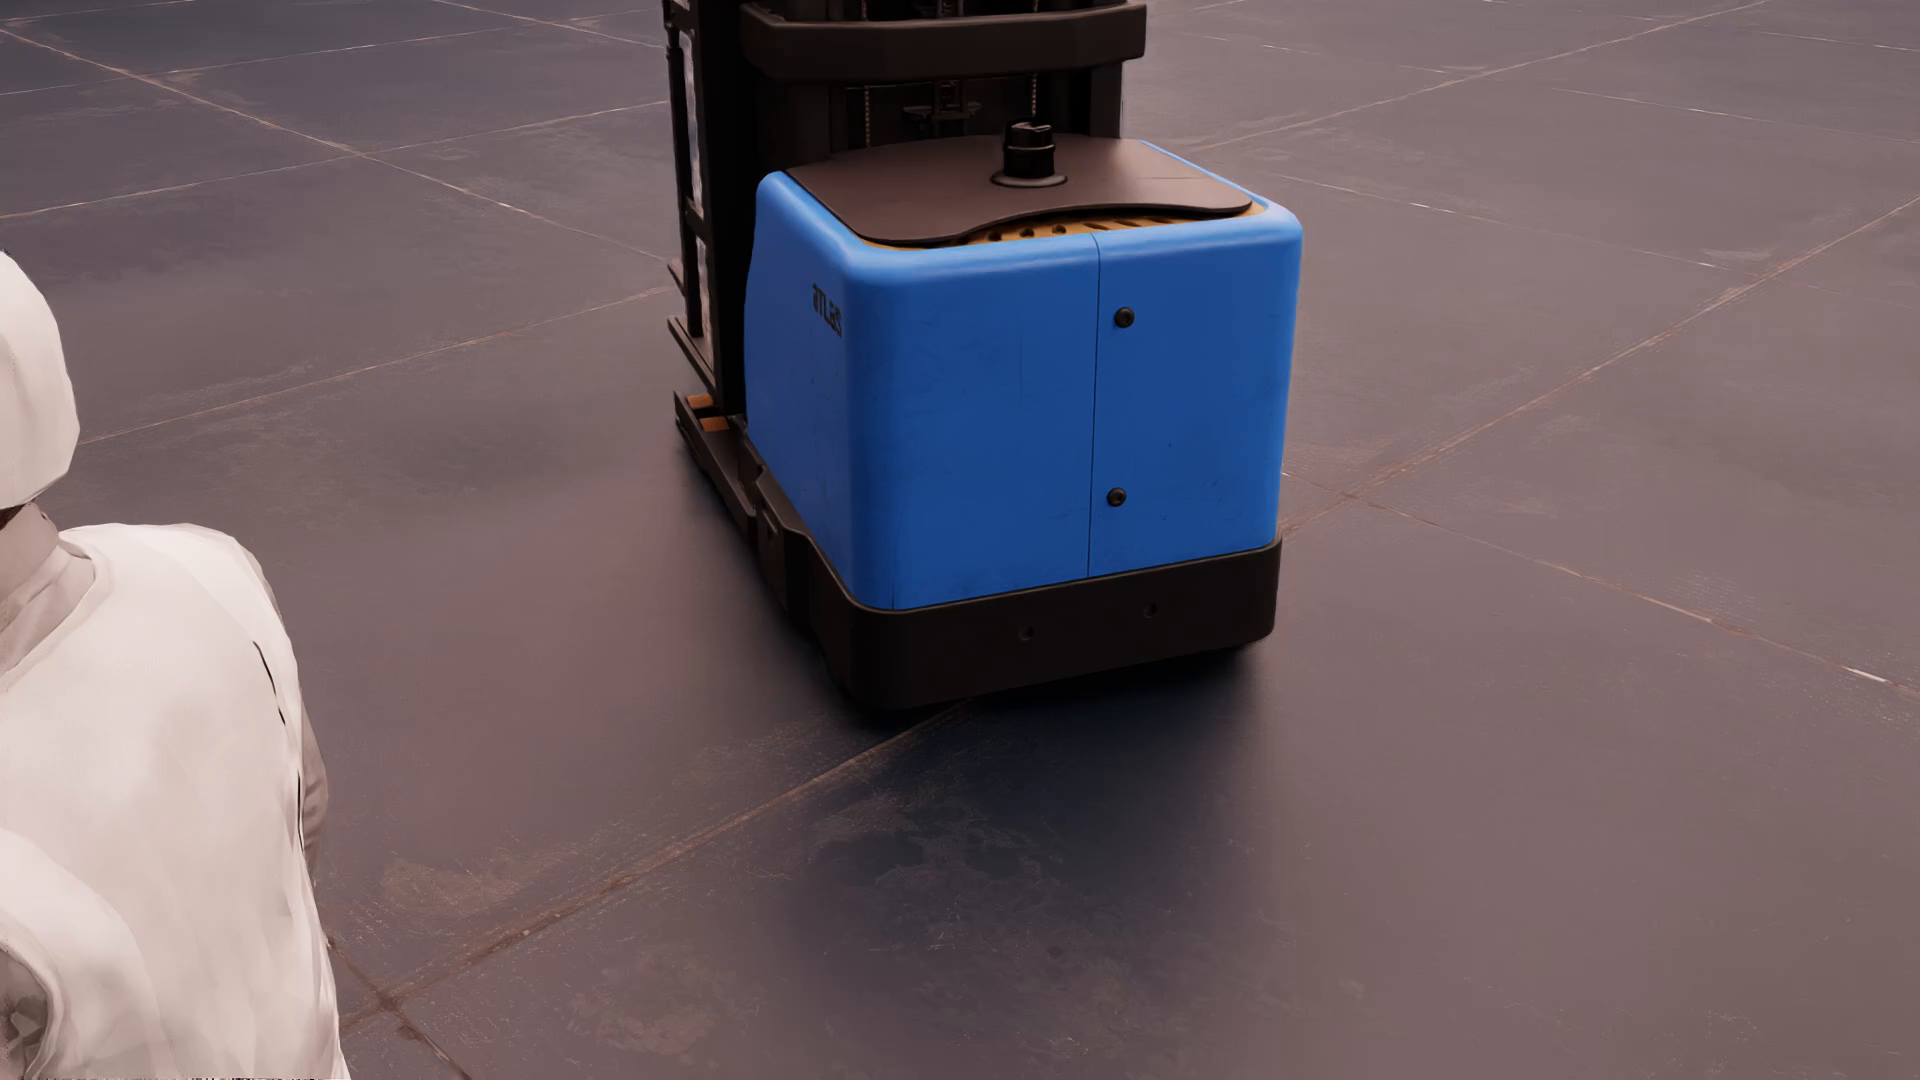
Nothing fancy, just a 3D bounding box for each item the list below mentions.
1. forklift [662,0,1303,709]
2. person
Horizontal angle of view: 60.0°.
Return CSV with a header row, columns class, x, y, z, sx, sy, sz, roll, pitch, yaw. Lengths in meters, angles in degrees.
class,x,y,z,sx,sy,sz,roll,pitch,yaw
forklift,-0.236,-1.573,4.422,1.130,2.935,3.031,-9,28,-18
person,-0.773,0.573,1.355,0.566,1.773,0.639,1,26,3
